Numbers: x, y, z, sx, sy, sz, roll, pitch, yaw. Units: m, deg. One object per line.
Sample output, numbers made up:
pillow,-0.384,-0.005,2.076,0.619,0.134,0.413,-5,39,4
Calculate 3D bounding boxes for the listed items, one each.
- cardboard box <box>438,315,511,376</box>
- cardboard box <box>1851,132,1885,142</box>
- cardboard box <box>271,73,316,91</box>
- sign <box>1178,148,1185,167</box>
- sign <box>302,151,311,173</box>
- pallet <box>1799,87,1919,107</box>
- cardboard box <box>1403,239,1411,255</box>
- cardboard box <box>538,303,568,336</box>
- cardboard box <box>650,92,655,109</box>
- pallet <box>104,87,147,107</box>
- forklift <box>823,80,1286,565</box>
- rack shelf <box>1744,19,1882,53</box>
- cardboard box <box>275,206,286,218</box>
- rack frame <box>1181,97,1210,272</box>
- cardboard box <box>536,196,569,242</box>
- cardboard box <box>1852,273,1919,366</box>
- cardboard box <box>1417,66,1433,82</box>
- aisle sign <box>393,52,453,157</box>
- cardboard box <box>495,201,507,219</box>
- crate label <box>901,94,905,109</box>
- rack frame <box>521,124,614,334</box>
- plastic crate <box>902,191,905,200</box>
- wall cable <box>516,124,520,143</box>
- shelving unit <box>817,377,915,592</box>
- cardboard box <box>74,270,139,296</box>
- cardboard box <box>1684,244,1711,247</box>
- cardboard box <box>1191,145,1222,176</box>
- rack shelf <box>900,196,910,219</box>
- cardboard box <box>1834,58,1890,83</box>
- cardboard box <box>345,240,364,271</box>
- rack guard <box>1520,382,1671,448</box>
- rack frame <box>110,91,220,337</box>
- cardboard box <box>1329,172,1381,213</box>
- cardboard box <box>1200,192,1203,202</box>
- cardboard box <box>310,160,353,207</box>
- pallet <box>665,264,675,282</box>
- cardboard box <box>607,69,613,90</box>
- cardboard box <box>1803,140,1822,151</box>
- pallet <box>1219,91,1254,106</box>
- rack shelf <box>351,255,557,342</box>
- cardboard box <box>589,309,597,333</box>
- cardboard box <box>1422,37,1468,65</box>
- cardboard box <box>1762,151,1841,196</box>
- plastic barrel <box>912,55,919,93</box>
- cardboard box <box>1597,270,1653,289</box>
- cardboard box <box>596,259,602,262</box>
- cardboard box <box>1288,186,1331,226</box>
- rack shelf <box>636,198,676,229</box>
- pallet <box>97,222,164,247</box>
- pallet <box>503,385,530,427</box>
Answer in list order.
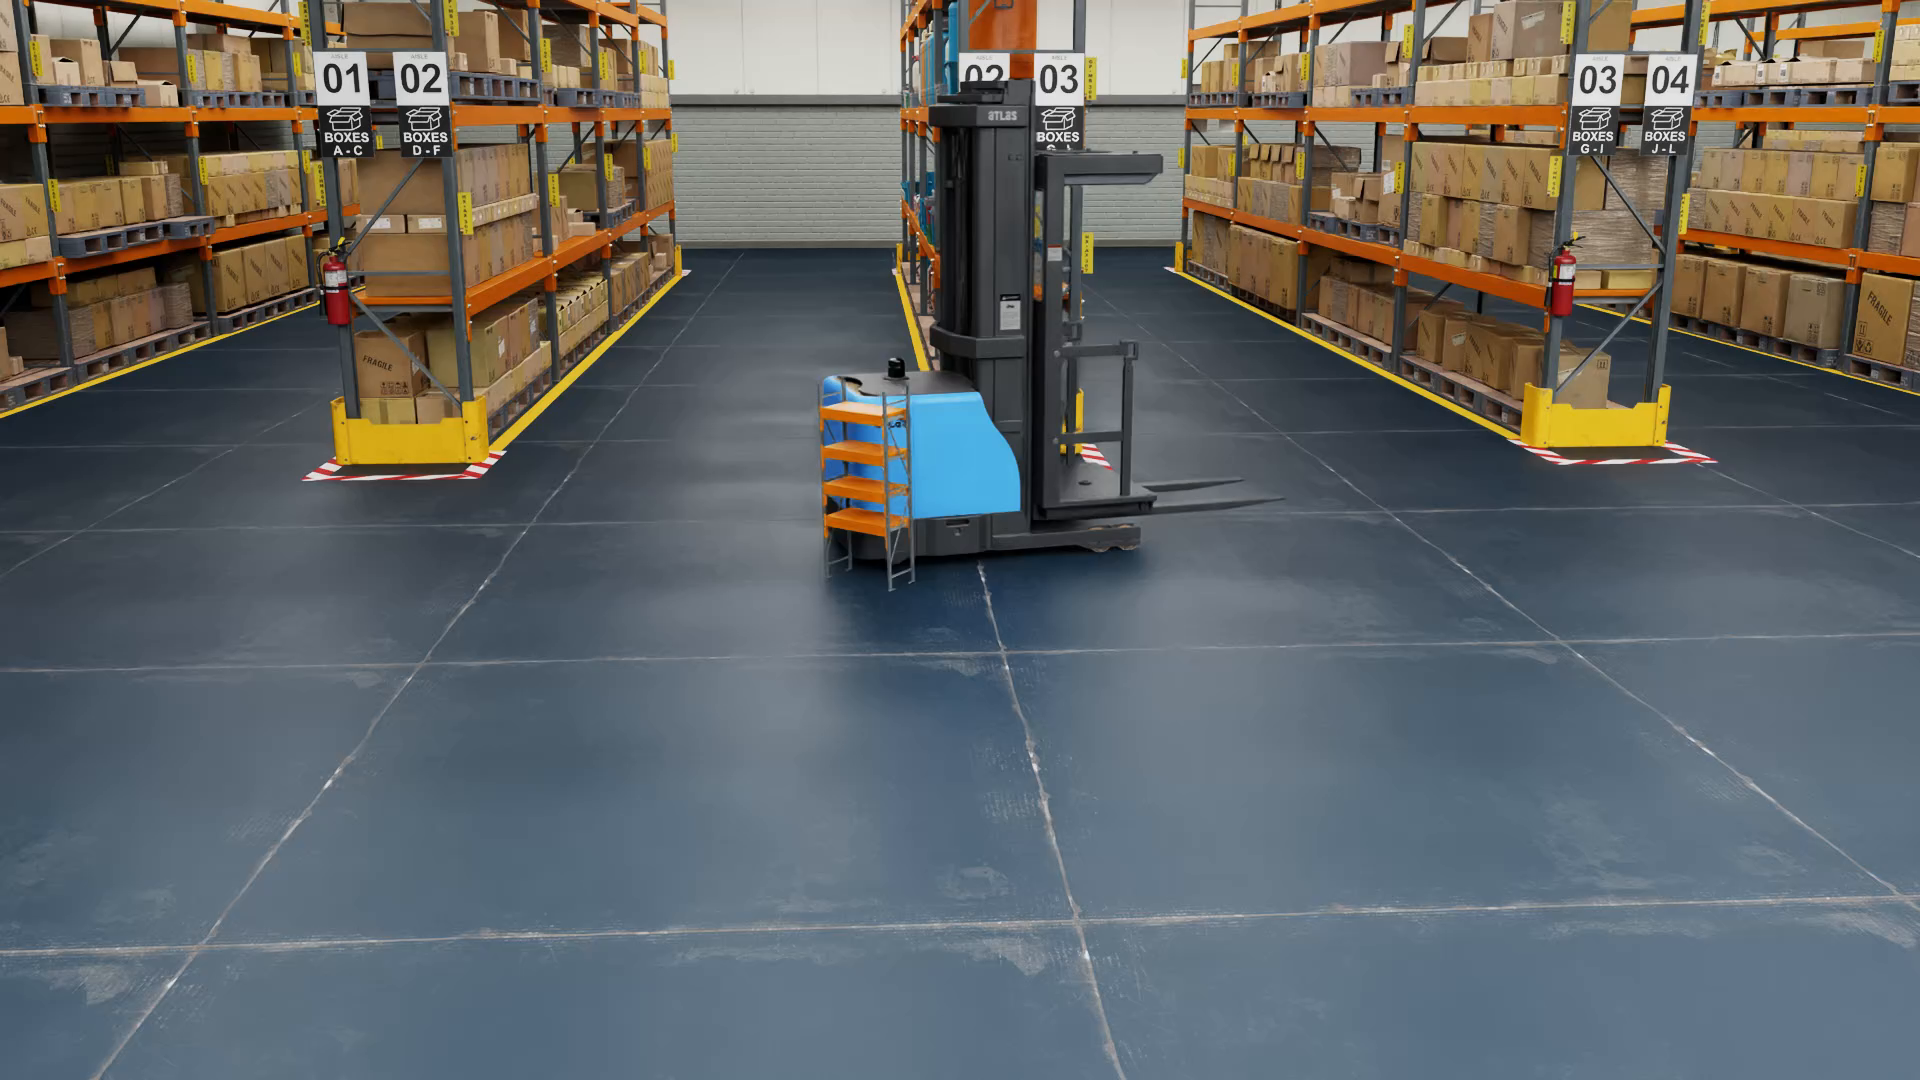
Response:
cardboard box,-4.349,-1.735,14.922,0.500,0.500,0.500,-1,14,-3
cardboard box,14.237,-6.323,26.073,0.380,0.149,0.250,-1,14,-5
cardboard box,-9.928,-6.830,24.790,0.500,0.250,0.500,-1,14,-4
sign,3.881,-6.697,29.139,0.100,0.325,0.005,-1,14,-3
sign,-9.608,-5.555,24.433,0.100,0.325,0.005,-1,14,-3
pallet,10.029,-4.901,18.418,0.805,0.209,1.217,-1,15,-6
cardboard box,4.891,-3.082,17.490,0.380,0.149,0.250,-1,14,-3
cardboard box,-4.486,-2.360,17.729,0.500,0.311,0.500,-1,14,-3
cardboard box,-5.044,-6.853,25.923,0.500,0.250,0.500,-1,14,-3
pallet,-9.652,-4.807,18.048,1.213,0.211,1.003,-1,14,-3
forklift,0.663,-1.457,10.807,3.031,2.935,1.130,-4,15,-16
rack shelf,14.450,-8.265,27.337,1.077,0.370,4.000,-1,14,-3
cardboard box,-9.760,-4.638,23.497,0.380,0.149,0.250,-1,14,-3
rack frame,4.435,-6.246,29.284,1.000,3.000,0.127,-1,14,-3
cardboard box,-4.837,-3.736,19.327,0.500,0.500,0.500,-2,15,-6
cardboard box,10.104,-2.330,17.485,0.875,0.875,0.875,-1,14,-3
cardboard box,4.891,-4.750,16.947,0.380,0.149,0.250,-1,14,-5
aisle sign,-4.152,-3.363,12.859,0.394,0.787,0.004,-1,14,-3
cardboard box,-4.382,-3.026,15.267,0.380,0.149,0.250,0,14,-2
crate label,-0.774,-7.316,27.720,0.408,0.251,0.502,-1,14,-3
rack frame,-4.957,-4.105,20.960,1.000,3.000,0.127,-1,14,-3
plastic crate,-0.843,-5.755,27.783,0.250,0.136,0.298,-1,14,-3
wall cable,-10.390,-8.831,33.520,3.097,2.526,0.112,-1,14,-3
shelving unit,-0.557,-0.335,9.904,0.503,1.200,0.258,10,19,35
cardboard box,-9.795,-2.944,19.078,0.500,0.250,0.500,-1,14,-4
cardboard box,10.055,-3.966,23.088,0.500,0.250,0.500,-1,14,-4
cardboard box,4.226,-6.433,28.209,0.500,0.500,0.500,-1,14,-5
rack shelf,-0.385,-5.324,27.143,1.077,0.370,4.000,-1,14,-3
cardboard box,9.932,-5.119,18.138,0.500,0.250,0.500,-1,14,-3
cardboard box,-10.222,-4.713,27.497,0.700,0.500,0.500,-1,14,-4
rack guard,5.421,-1.076,14.203,1.175,0.500,0.348,-1,14,-3
rack frame,-9.901,-4.027,20.660,1.000,3.000,0.127,-1,14,-3
cardboard box,5.004,-4.375,20.967,0.500,0.500,0.500,-3,15,-10
cardboard box,4.210,-5.712,27.710,0.380,0.149,0.250,-1,14,-4
cardboard box,-10.261,-5.665,26.422,0.980,0.700,0.700,-2,15,-6
pallet,-5.398,-4.527,28.197,1.003,0.211,1.213,-1,14,-3
cardboard box,-5.081,-5.970,21.989,0.910,0.500,0.500,-1,14,-3
cardboard box,14.205,-6.303,27.297,0.500,0.500,0.500,-1,14,-3
pallet,4.642,-6.865,25.846,1.003,0.211,1.213,-1,14,-3
rack shelf,-4.585,-2.264,15.250,1.077,0.370,4.000,-1,14,-3
cardboard box,-4.617,-2.596,19.772,0.500,0.250,0.500,-1,14,-2
cardboard box,5.248,-5.087,17.706,0.797,0.503,0.637,-2,15,-6
cardboard box,10.004,-4.349,19.701,0.700,0.500,0.500,-1,14,-4
plastic barrel,-0.478,-6.762,24.153,0.433,0.535,0.433,0,14,0
cardboard box,5.646,-2.220,14.139,0.380,0.149,0.250,-1,14,-3
cardboard box,-5.350,-3.721,23.603,0.500,0.500,0.500,-1,14,-3
cardboard box,4.653,-4.424,22.001,0.500,0.500,0.500,0,14,-2
rack shelf,-5.329,-5.249,26.850,1.077,0.370,4.000,-1,14,-3
pallet,-9.737,-3.443,18.772,1.003,0.211,1.213,-1,14,-3
pallet,-4.623,-1.257,15.488,1.003,0.211,1.213,-1,14,-3
